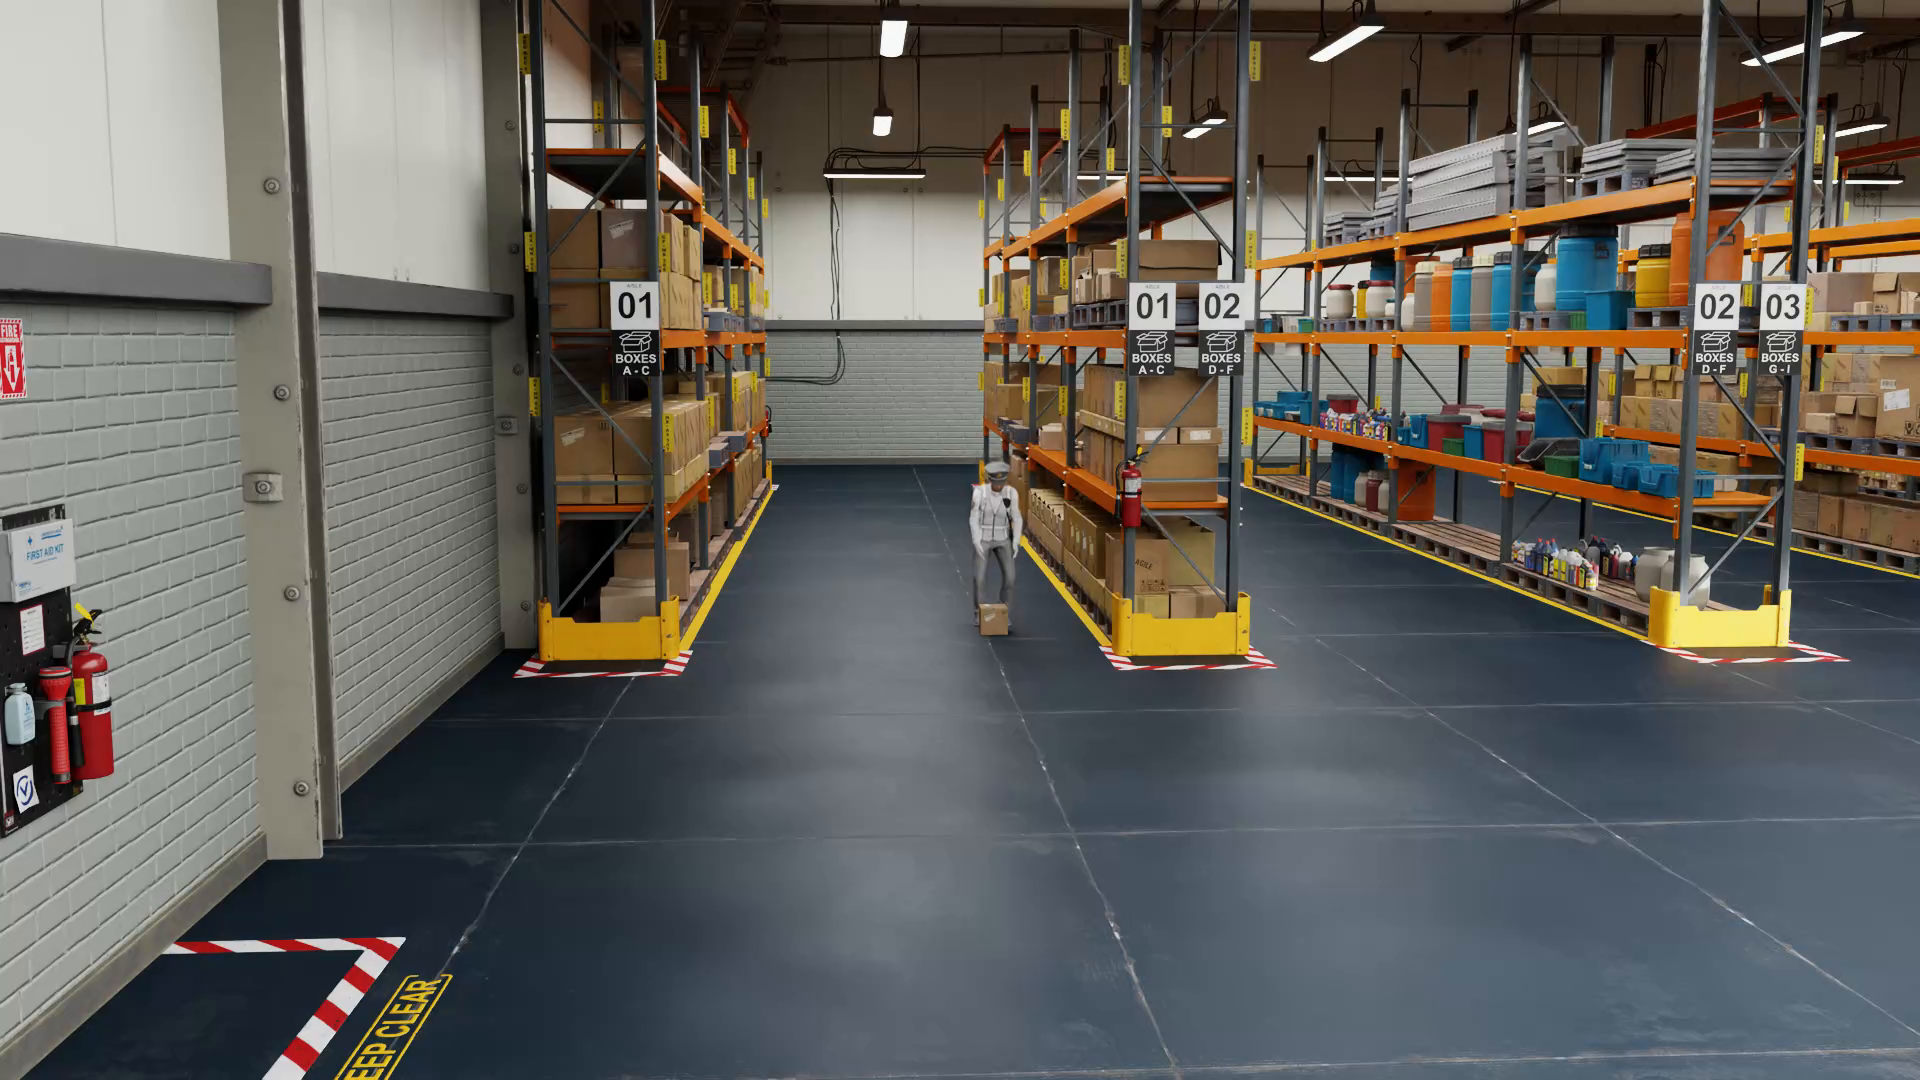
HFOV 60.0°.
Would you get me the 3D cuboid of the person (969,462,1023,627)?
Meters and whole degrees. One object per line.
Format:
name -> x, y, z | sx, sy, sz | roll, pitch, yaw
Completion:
person -> 0.345, 0.037, 15.860 | 0.516, 1.576, 0.526 | 0, 7, -3
